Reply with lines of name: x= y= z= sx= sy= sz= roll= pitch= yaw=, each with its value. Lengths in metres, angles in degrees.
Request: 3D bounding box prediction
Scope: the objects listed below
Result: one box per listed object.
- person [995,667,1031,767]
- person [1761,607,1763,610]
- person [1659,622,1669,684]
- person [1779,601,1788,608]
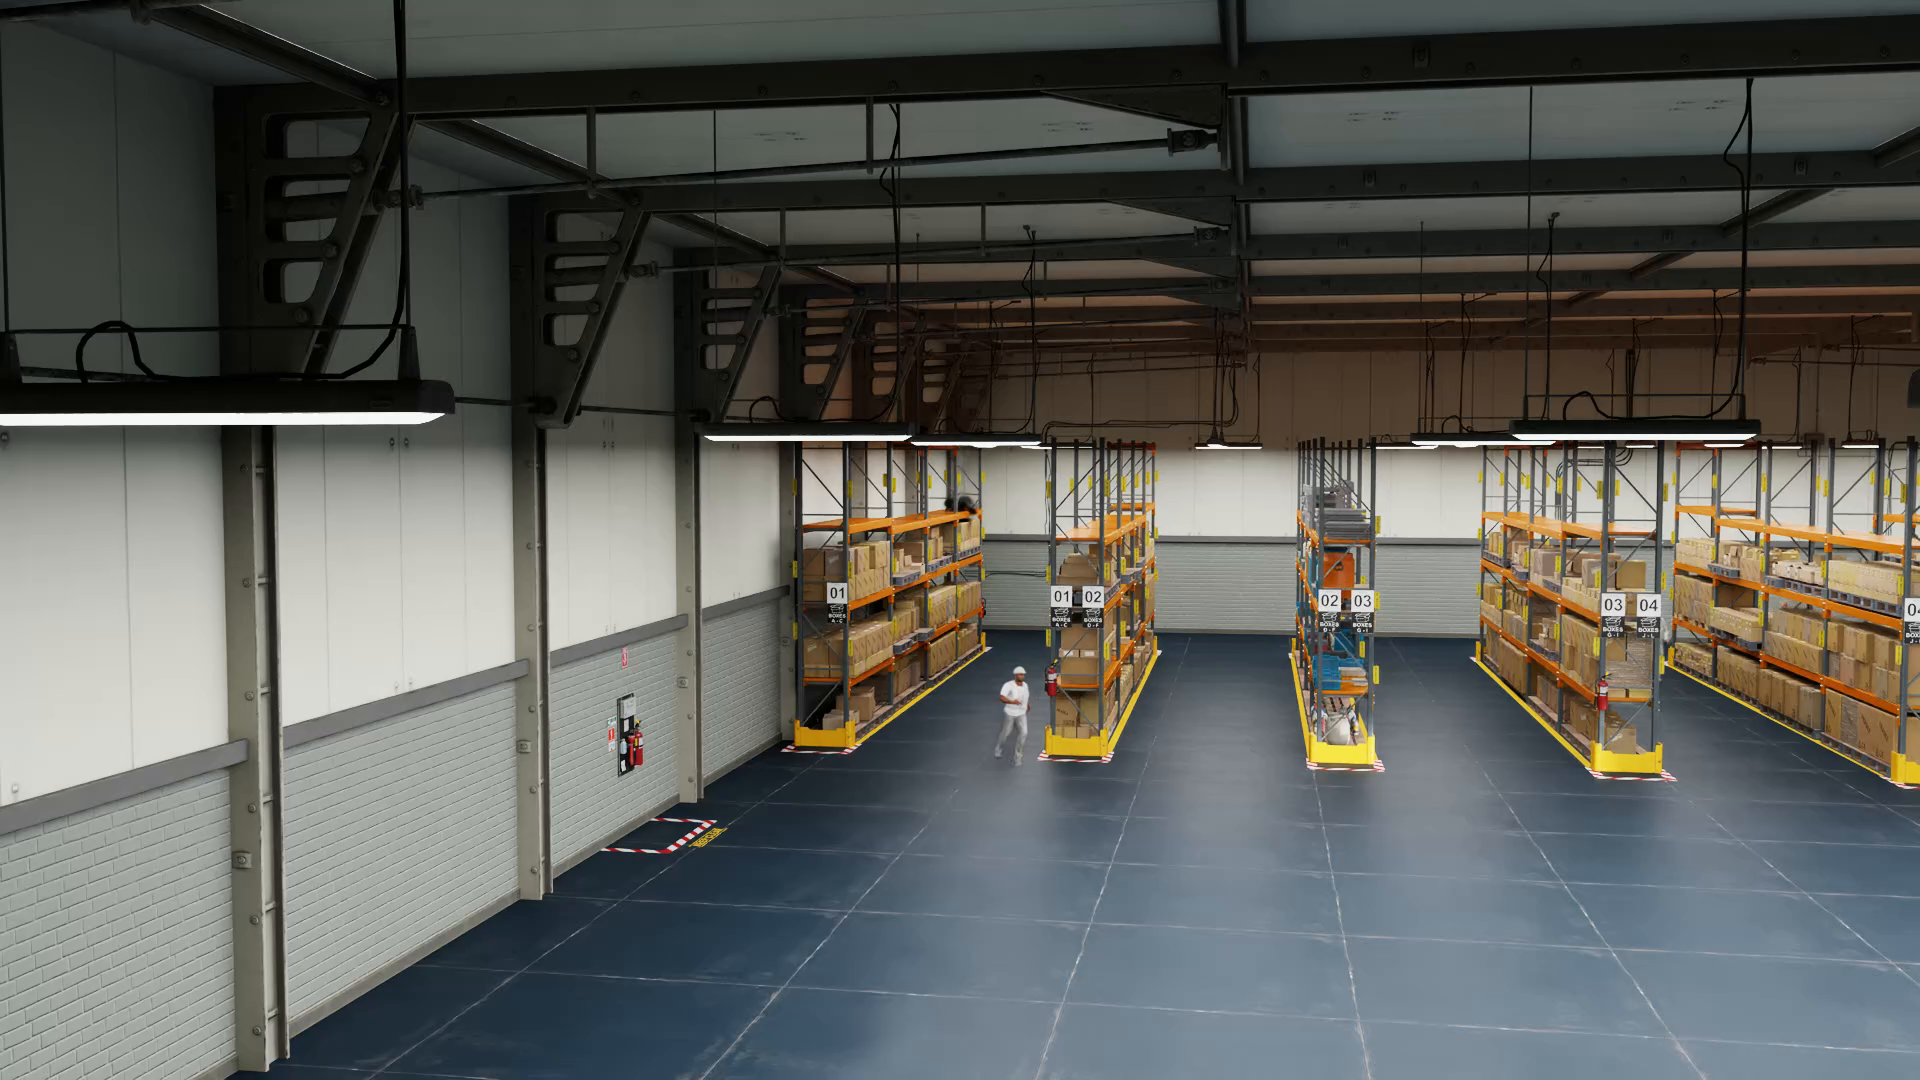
person: x=1.019 y=3.228 z=30.653 sx=0.742 sy=1.800 sz=0.833 roll=-2 pitch=3 yaw=-29
person: x=21.118 y=2.579 z=44.058 sx=0.621 sy=1.648 sz=0.538 roll=1 pitch=3 yaw=12
person: x=17.275 y=2.773 z=41.346 sx=0.724 sy=1.544 sz=1.014 roll=1 pitch=3 yaw=11
person: x=22.482 y=2.499 z=45.204 sx=0.754 sy=1.684 sz=0.652 roll=0 pitch=3 yaw=1
